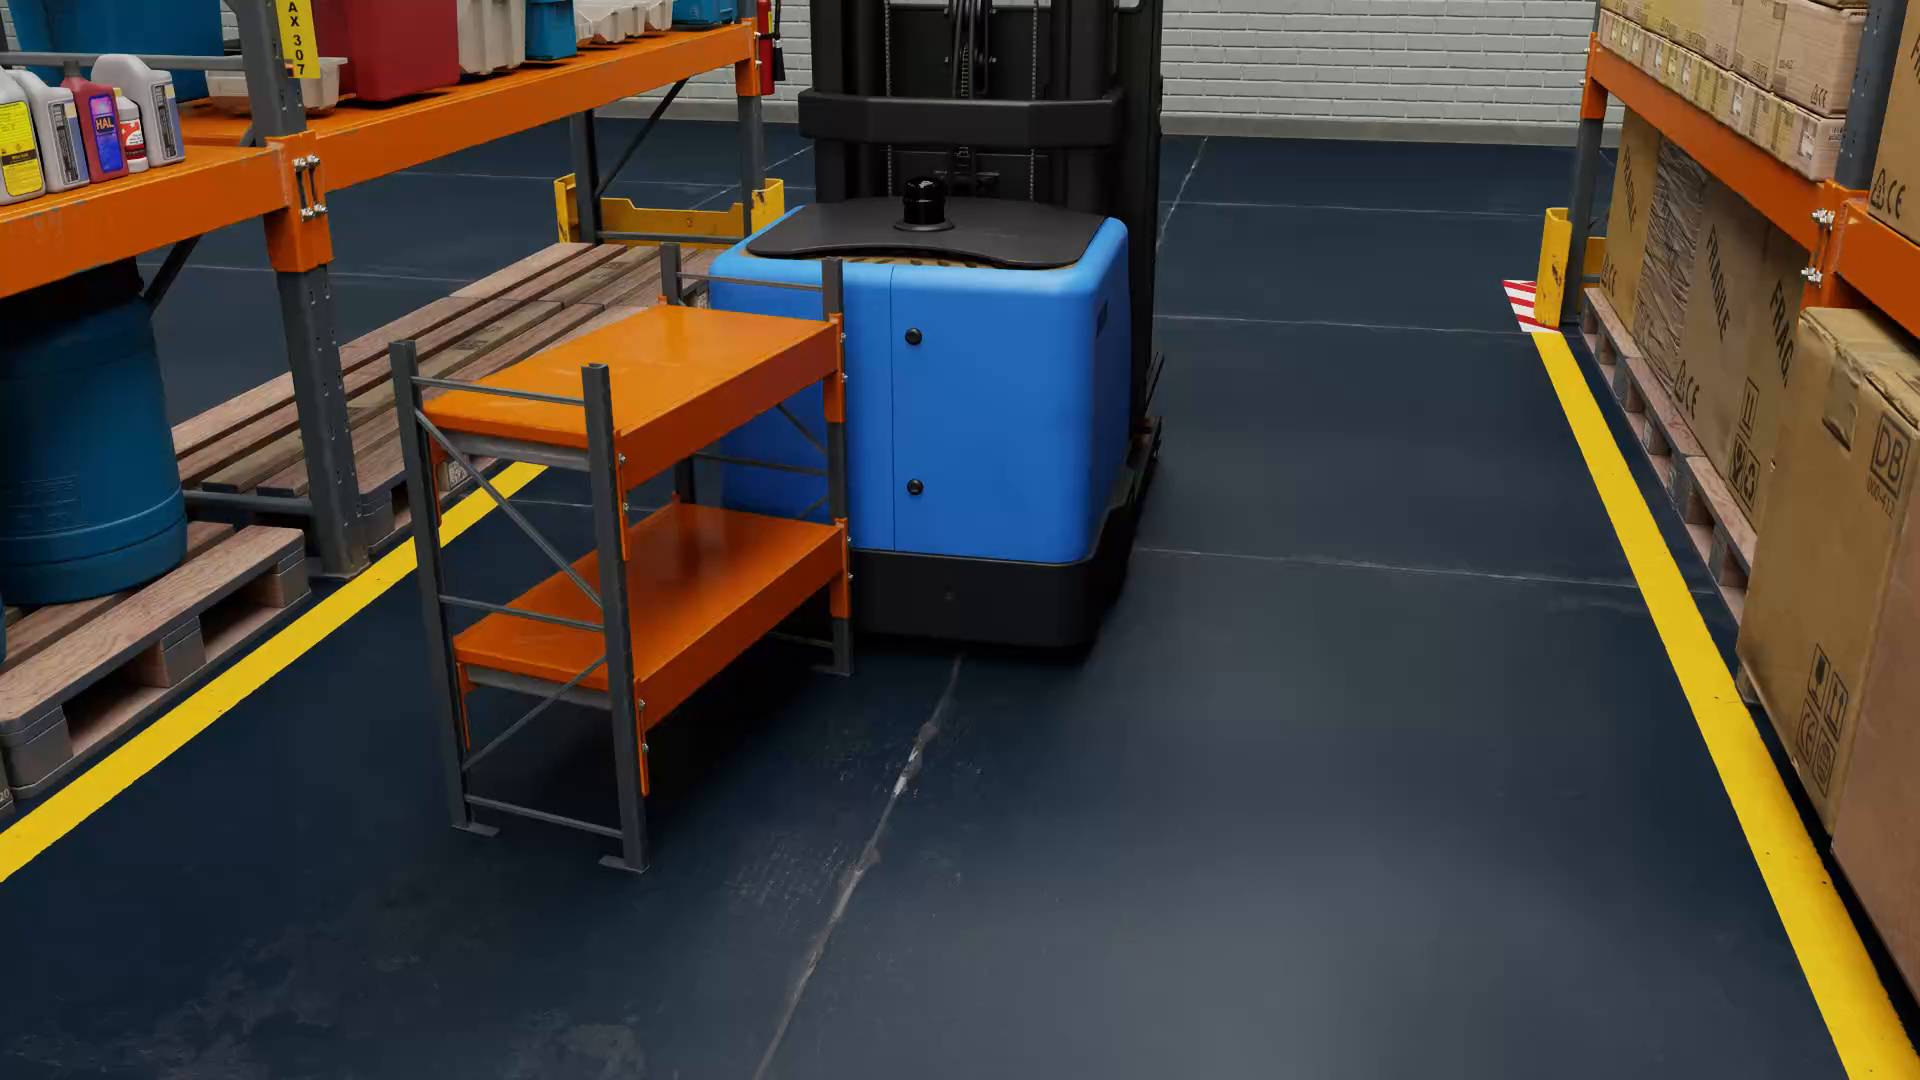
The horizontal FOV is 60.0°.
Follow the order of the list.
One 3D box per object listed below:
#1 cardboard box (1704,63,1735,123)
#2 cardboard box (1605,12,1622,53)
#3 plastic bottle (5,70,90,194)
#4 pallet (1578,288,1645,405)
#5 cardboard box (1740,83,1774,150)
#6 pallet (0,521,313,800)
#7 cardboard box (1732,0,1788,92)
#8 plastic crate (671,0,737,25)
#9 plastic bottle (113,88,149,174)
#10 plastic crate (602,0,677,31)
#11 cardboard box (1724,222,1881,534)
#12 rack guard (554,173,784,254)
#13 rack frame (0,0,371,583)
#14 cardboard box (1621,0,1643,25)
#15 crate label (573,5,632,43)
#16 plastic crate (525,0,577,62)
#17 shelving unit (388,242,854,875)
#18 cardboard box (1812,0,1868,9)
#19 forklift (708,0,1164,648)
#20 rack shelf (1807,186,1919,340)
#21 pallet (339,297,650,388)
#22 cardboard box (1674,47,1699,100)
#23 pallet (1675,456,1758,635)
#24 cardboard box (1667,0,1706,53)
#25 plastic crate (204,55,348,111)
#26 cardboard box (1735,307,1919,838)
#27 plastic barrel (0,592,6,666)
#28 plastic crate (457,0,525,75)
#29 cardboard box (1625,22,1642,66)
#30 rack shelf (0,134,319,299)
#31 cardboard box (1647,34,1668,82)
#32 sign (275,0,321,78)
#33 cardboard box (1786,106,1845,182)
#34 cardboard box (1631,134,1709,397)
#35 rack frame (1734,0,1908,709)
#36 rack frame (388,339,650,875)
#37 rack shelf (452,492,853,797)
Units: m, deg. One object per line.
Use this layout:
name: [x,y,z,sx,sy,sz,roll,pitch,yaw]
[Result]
cardboard box: [2.476,-1.342,5.006,0.380,0.149,0.250,5,22,12]
cardboard box: [2.894,-2.093,6.872,0.380,0.149,0.250,4,22,10]
plastic bottle: [-2.163,-0.963,3.895,0.152,0.276,0.135,4,22,11]
pallet: [3.254,-0.816,7.098,1.003,0.211,1.213,4,22,11]
cardboard box: [2.371,-1.153,4.538,0.380,0.149,0.250,4,22,10]
pallet: [-2.522,0.250,4.451,1.003,0.211,1.213,4,22,11]
cardboard box: [2.461,-1.385,4.579,0.500,0.250,0.500,5,23,13]
plastic crate: [-1.394,-2.693,7.898,0.616,0.435,0.499,4,22,11]
plastic bottle: [-2.085,-1.017,4.131,0.097,0.201,0.097,0,22,0]
plastic crate: [-1.497,-2.379,7.519,0.396,0.136,0.243,4,22,11]
cardboard box: [2.737,-0.390,4.588,0.875,0.875,0.875,4,22,11]
rack guard: [-1.516,-1.636,8.747,1.175,0.500,0.348,4,22,11]
rack frame: [-2.324,-1.323,4.623,1.000,3.000,0.127,4,22,11]
cardboard box: [2.879,-2.131,6.432,0.500,0.250,0.500,4,22,10]
crate label: [-1.603,-2.171,7.001,0.396,0.136,0.243,4,22,11]
plastic crate: [-1.676,-1.965,6.362,0.416,0.233,0.300,4,22,11]
shelving unit: [-0.715,-0.019,3.896,0.538,1.125,1.048,9,24,21]
cardboard box: [2.357,-1.550,3.986,0.500,0.500,0.500,5,22,12]
forklift: [0.126,-1.590,5.379,1.130,2.935,3.031,4,22,11]
rack shelf: [2.116,0.120,2.004,1.077,0.370,4.000,4,22,11]
pallet: [-1.965,-0.749,6.930,1.003,0.211,1.213,4,22,11]
cardboard box: [2.581,-1.528,5.469,0.380,0.149,0.250,5,22,12]
pallet: [2.756,0.076,4.882,1.003,0.211,1.213,4,22,11]
cardboard box: [2.671,-1.756,5.502,0.500,0.250,0.500,4,22,10]
plastic crate: [-2.089,-1.388,5.057,0.396,0.136,0.243,4,22,11]
cardboard box: [2.413,0.081,3.419,1.225,0.875,0.875,5,22,11]
plastic barrel: [-2.596,-0.088,3.803,0.600,0.901,0.708,4,22,11]
plastic crate: [-1.832,-1.840,5.986,0.437,0.282,0.530,4,22,11]
cardboard box: [2.790,-1.904,6.402,0.380,0.149,0.250,4,22,10]
rack shelf: [-2.732,-0.258,2.941,1.077,0.370,4.000,4,22,11]
cardboard box: [2.685,-1.717,5.937,0.380,0.149,0.250,4,22,10]
sign: [-1.786,-1.409,4.466,0.100,0.325,0.005,4,22,11]
cardboard box: [2.266,-0.965,4.071,0.380,0.149,0.250,5,22,11]
cardboard box: [3.103,-1.044,6.214,0.875,0.875,0.875,4,22,11]
rack frame: [2.525,-0.945,3.686,1.000,3.000,0.127,4,22,11]
rack frame: [-0.907,0.157,3.459,0.500,1.125,0.032,9,24,21]
rack shelf: [-0.715,0.208,3.987,0.538,0.278,1.000,9,24,21]
